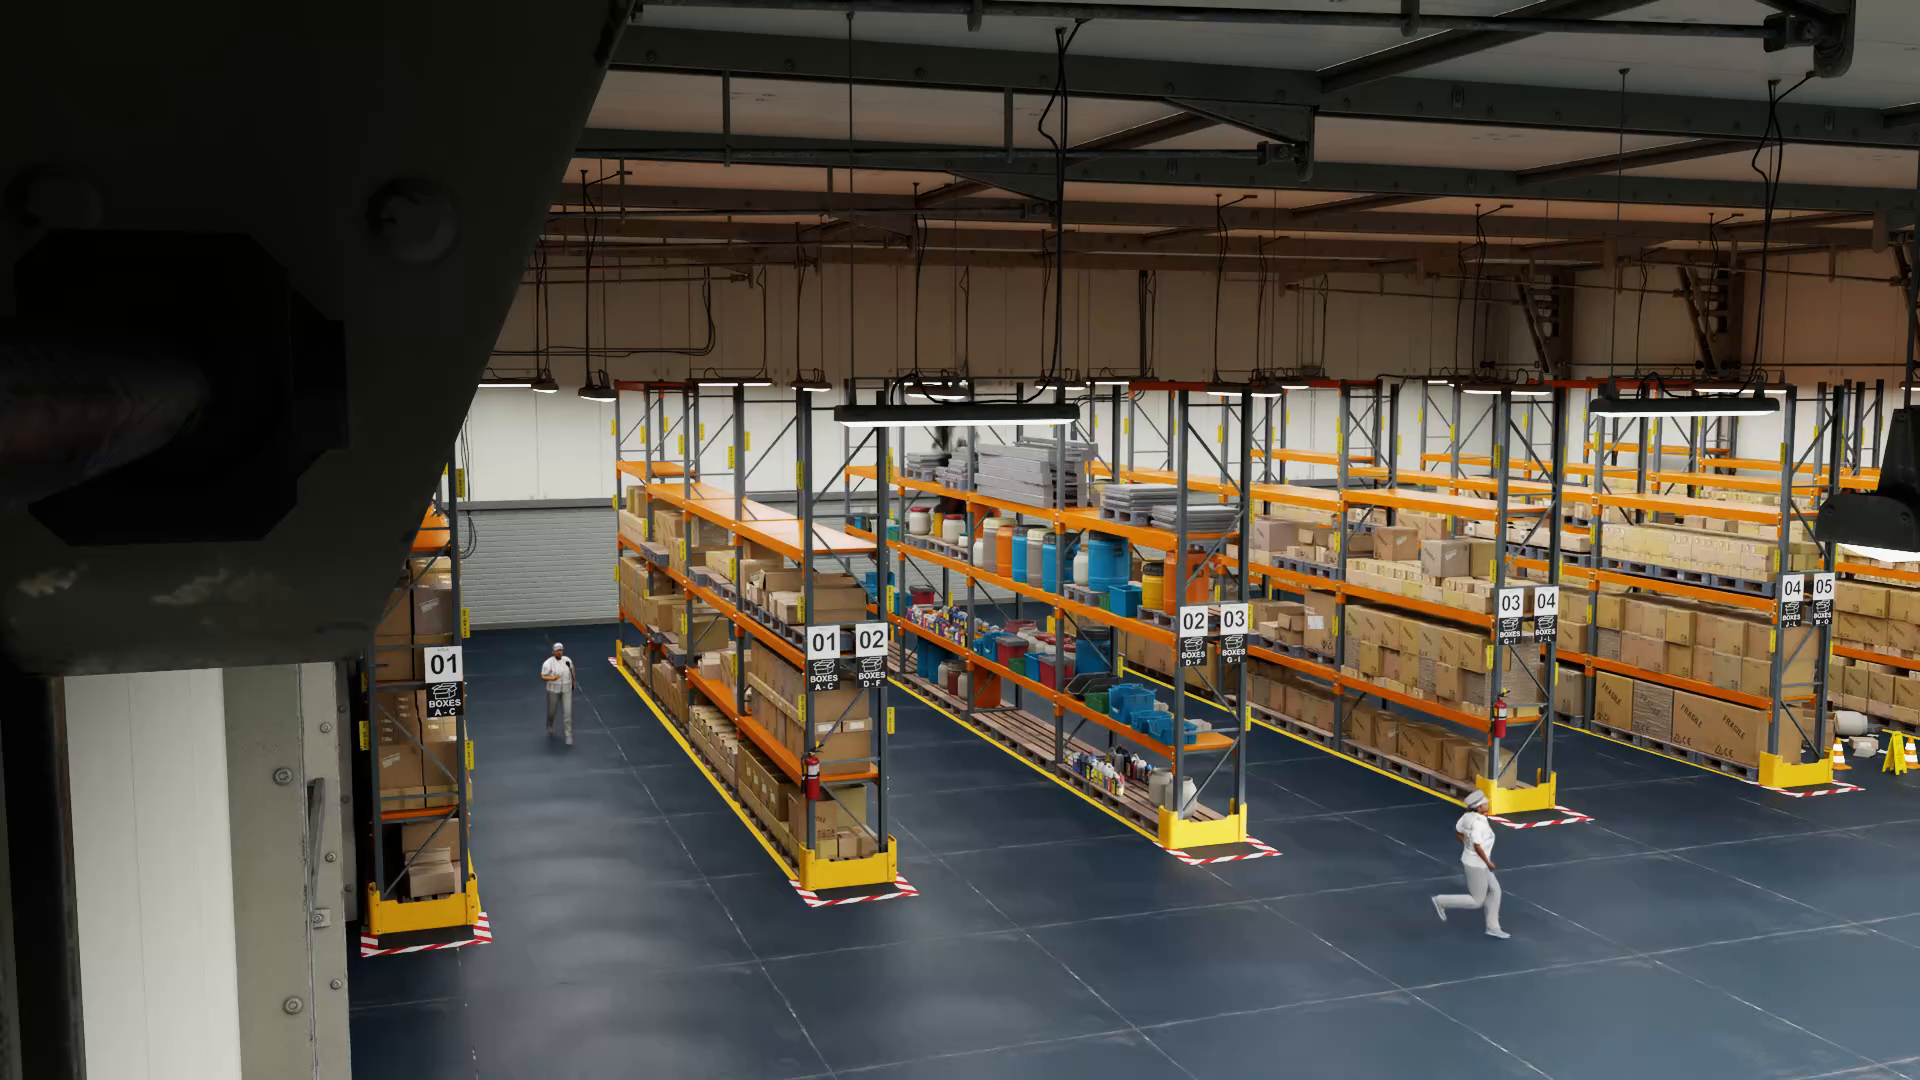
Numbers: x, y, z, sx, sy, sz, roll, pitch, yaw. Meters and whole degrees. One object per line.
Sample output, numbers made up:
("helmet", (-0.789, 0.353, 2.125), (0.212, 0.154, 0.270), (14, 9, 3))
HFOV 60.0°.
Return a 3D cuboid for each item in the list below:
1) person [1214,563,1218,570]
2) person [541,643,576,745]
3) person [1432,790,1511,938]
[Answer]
("person", (5.956, 1.373, 38.552), (0.695, 1.791, 0.973), (-1, 6, -13))
("person", (-6.721, 2.541, 27.894), (0.607, 1.651, 0.941), (-3, 7, -25))
("person", (5.670, 3.586, 18.388), (0.892, 1.681, 0.564), (1, 6, 7))
